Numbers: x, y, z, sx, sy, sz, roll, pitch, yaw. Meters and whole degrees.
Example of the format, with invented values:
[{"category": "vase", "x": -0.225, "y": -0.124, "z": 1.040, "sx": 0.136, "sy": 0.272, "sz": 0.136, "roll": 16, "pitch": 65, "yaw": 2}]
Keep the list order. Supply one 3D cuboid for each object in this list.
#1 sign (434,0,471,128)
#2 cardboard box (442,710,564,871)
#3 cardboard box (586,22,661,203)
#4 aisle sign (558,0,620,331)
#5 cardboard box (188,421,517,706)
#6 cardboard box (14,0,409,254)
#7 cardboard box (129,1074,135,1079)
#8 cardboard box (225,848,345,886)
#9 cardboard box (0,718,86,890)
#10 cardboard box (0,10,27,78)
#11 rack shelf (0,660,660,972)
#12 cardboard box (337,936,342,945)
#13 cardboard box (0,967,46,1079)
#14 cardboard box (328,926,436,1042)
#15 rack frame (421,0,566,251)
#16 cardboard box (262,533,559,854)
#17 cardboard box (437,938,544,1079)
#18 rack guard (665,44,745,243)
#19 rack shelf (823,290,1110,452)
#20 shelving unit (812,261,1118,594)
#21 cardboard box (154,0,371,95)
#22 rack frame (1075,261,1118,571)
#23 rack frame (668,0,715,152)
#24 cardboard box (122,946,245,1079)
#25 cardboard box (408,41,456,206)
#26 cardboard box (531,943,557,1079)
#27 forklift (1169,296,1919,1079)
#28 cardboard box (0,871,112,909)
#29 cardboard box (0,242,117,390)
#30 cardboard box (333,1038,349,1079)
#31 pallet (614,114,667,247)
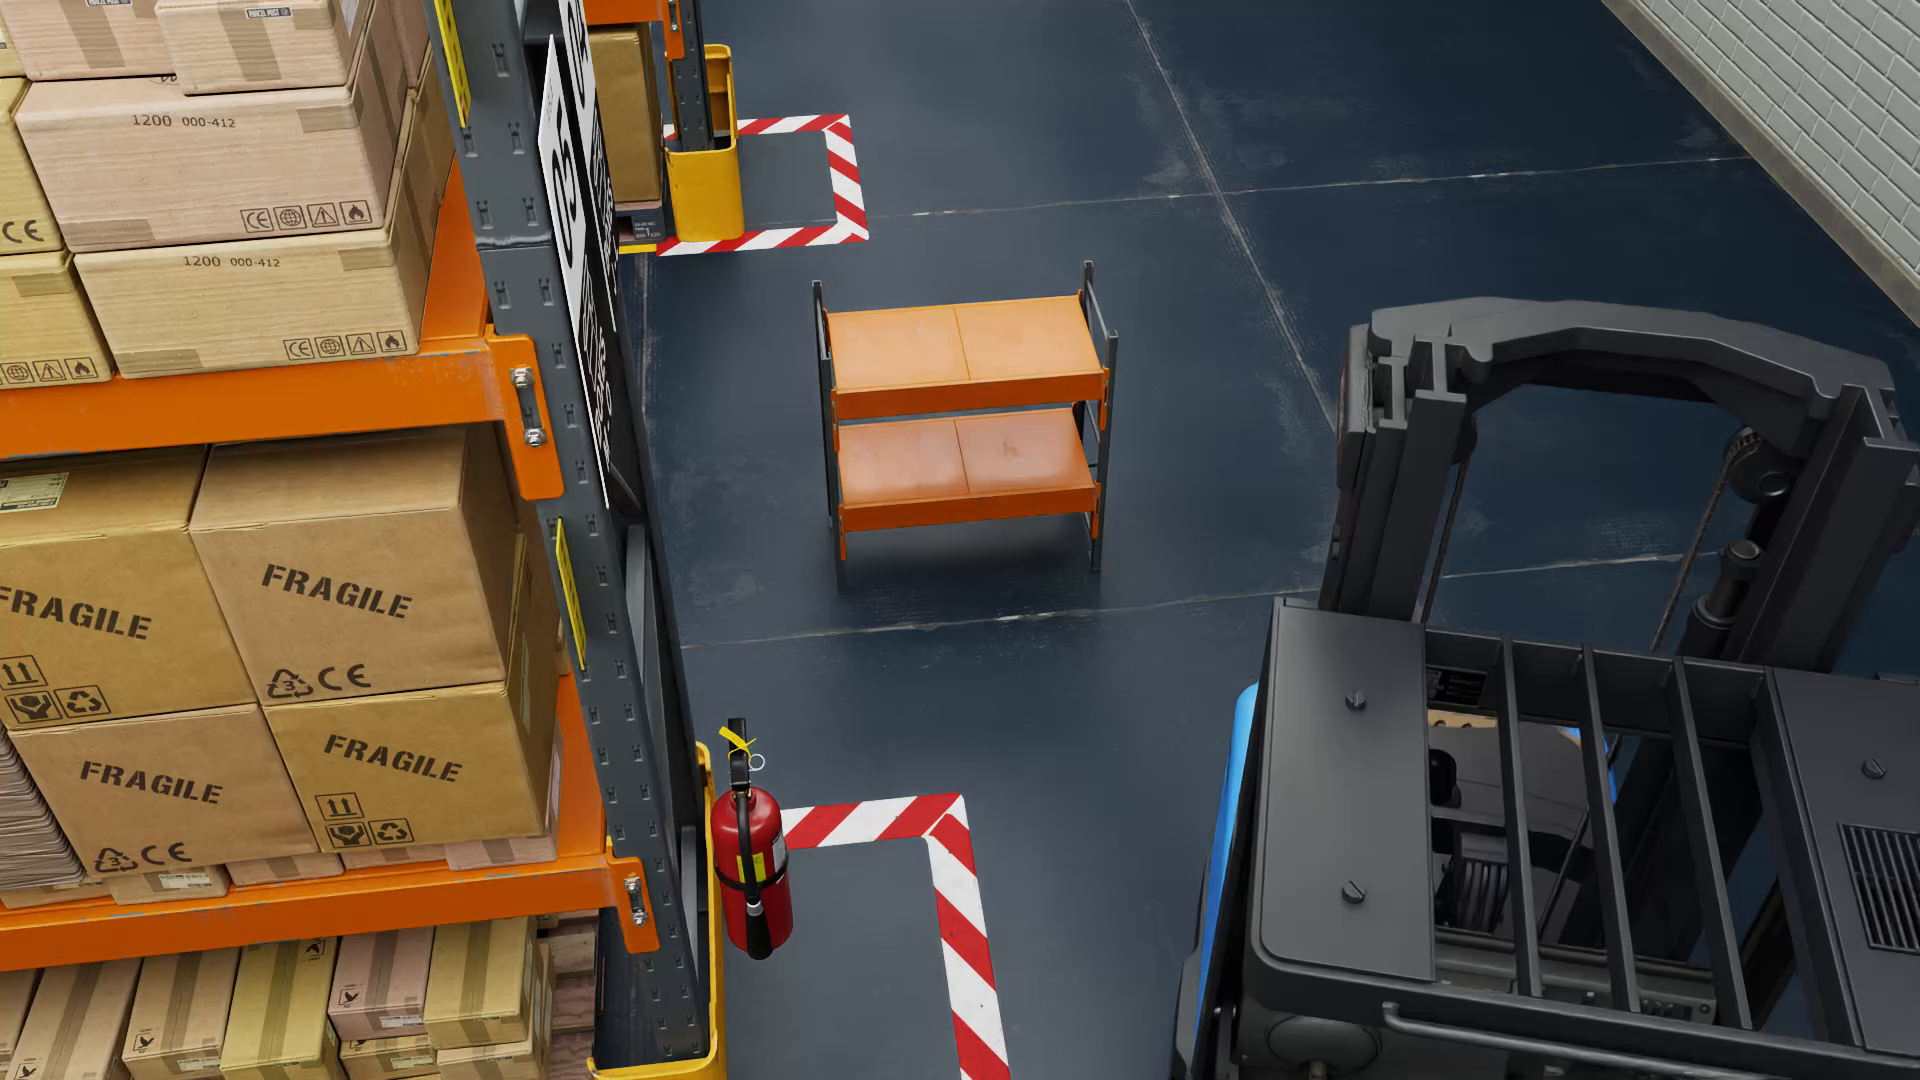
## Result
[{"category": "sign", "x": -0.768, "y": -0.785, "z": 2.480, "sx": 0.005, "sy": 0.325, "sz": 0.100, "roll": -5, "pitch": 42, "yaw": -6}, {"category": "cardboard box", "x": -1.106, "y": 0.597, "z": 4.036, "sx": 0.250, "sy": 0.149, "sz": 0.380, "roll": -5, "pitch": 42, "yaw": -5}, {"category": "cardboard box", "x": -1.987, "y": -2.274, "z": 8.304, "sx": 0.875, "sy": 0.875, "sz": 0.875, "roll": -5, "pitch": 42, "yaw": -6}, {"category": "aisle sign", "x": -0.786, "y": -0.883, "z": 3.549, "sx": 0.004, "sy": 0.787, "sz": 0.394, "roll": -5, "pitch": 42, "yaw": -6}, {"category": "cardboard box", "x": -1.241, "y": -0.026, "z": 3.497, "sx": 0.500, "sy": 0.500, "sz": 0.500, "roll": -6, "pitch": 42, "yaw": -6}, {"category": "cardboard box", "x": -1.244, "y": -0.747, "z": 2.838, "sx": 0.500, "sy": 0.250, "sz": 0.500, "roll": -6, "pitch": 42, "yaw": -7}, {"category": "cardboard box", "x": -2.333, "y": 1.415, "z": 4.535, "sx": 0.250, "sy": 0.149, "sz": 0.380, "roll": -4, "pitch": 42, "yaw": -5}, {"category": "cardboard box", "x": -1.605, "y": 0.625, "z": 4.005, "sx": 0.250, "sy": 0.149, "sz": 0.380, "roll": -5, "pitch": 42, "yaw": -6}, {"category": "cardboard box", "x": -2.245, "y": 0.442, "z": 3.724, "sx": 0.500, "sy": 0.500, "sz": 0.500, "roll": -5, "pitch": 42, "yaw": -5}, {"category": "cardboard box", "x": -1.623, "y": -0.901, "z": 2.711, "sx": 0.250, "sy": 0.149, "sz": 0.380, "roll": -6, "pitch": 42, "yaw": -7}, {"category": "rack shelf", "x": -2.803, "y": 0.728, "z": 4.240, "sx": 4.000, "sy": 0.370, "sz": 1.077, "roll": -5, "pitch": 42, "yaw": -6}, {"category": "cardboard box", "x": -1.883, "y": 1.021, "z": 4.971, "sx": 0.250, "sy": 0.149, "sz": 0.380, "roll": -4, "pitch": 42, "yaw": -5}, {"category": "cardboard box", "x": -2.609, "y": 1.264, "z": 4.480, "sx": 0.250, "sy": 0.149, "sz": 0.380, "roll": -6, "pitch": 42, "yaw": -7}, {"category": "cardboard box", "x": -1.568, "y": 1.167, "z": 4.587, "sx": 0.250, "sy": 0.149, "sz": 0.380, "roll": -4, "pitch": 42, "yaw": -5}, {"category": "rack frame", "x": -0.820, "y": -1.940, "z": 2.182, "sx": 0.127, "sy": 3.000, "sz": 1.000, "roll": -5, "pitch": 42, "yaw": -6}, {"category": "cardboard box", "x": -1.232, "y": 0.350, "z": 3.826, "sx": 0.500, "sy": 0.500, "sz": 0.500, "roll": -4, "pitch": 42, "yaw": -5}, {"category": "cardboard box", "x": -1.306, "y": 1.315, "z": 4.645, "sx": 0.250, "sy": 0.149, "sz": 0.380, "roll": -6, "pitch": 42, "yaw": -7}, {"category": "rack guard", "x": -1.339, "y": -2.089, "z": 8.693, "sx": 0.348, "sy": 0.500, "sz": 1.175, "roll": -5, "pitch": 42, "yaw": -6}, {"category": "rack shelf", "x": 0.007, "y": -0.636, "z": 6.178, "sx": 1.000, "sy": 0.278, "sz": 0.538, "roll": -5, "pitch": 42, "yaw": -6}, {"category": "shelving unit", "x": 0.007, "y": -0.418, "z": 6.374, "sx": 1.048, "sy": 1.125, "sz": 0.538, "roll": -5, "pitch": 42, "yaw": -6}, {"category": "cardboard box", "x": -1.111, "y": -0.880, "z": 2.688, "sx": 0.250, "sy": 0.149, "sz": 0.380, "roll": -5, "pitch": 42, "yaw": -6}, {"category": "rack frame", "x": 0.511, "y": -0.462, "z": 6.423, "sx": 0.032, "sy": 1.125, "sz": 0.500, "roll": -5, "pitch": 42, "yaw": -6}, {"category": "rack frame", "x": -1.363, "y": -3.015, "z": 7.853, "sx": 0.127, "sy": 3.000, "sz": 1.000, "roll": -5, "pitch": 42, "yaw": -6}, {"category": "cardboard box", "x": -2.074, "y": 1.254, "z": 4.490, "sx": 0.250, "sy": 0.149, "sz": 0.380, "roll": -7, "pitch": 42, "yaw": -7}, {"category": "cardboard box", "x": -1.298, "y": -0.901, "z": 3.382, "sx": 0.500, "sy": 0.250, "sz": 0.500, "roll": -4, "pitch": 42, "yaw": -4}, {"category": "cardboard box", "x": -1.315, "y": 1.374, "z": 4.802, "sx": 0.250, "sy": 0.149, "sz": 0.380, "roll": -4, "pitch": 42, "yaw": -5}, {"category": "forklift", "x": 1.028, "y": 1.127, "z": 3.312, "sx": 1.130, "sy": 2.935, "sz": 3.031, "roll": 7, "pitch": 43, "yaw": 8}, {"category": "cardboard box", "x": -2.120, "y": 0.666, "z": 3.959, "sx": 0.250, "sy": 0.149, "sz": 0.380, "roll": -7, "pitch": 42, "yaw": -7}, {"category": "cardboard box", "x": -1.741, "y": -0.506, "z": 2.944, "sx": 0.500, "sy": 0.250, "sz": 0.500, "roll": -5, "pitch": 42, "yaw": -5}, {"category": "cardboard box", "x": -1.821, "y": 1.361, "z": 4.594, "sx": 0.250, "sy": 0.149, "sz": 0.380, "roll": -7, "pitch": 42, "yaw": -7}, {"category": "pallet", "x": -2.145, "y": -1.858, "z": 8.653, "sx": 1.213, "sy": 0.211, "sz": 1.003, "roll": -5, "pitch": 42, "yaw": -6}]
